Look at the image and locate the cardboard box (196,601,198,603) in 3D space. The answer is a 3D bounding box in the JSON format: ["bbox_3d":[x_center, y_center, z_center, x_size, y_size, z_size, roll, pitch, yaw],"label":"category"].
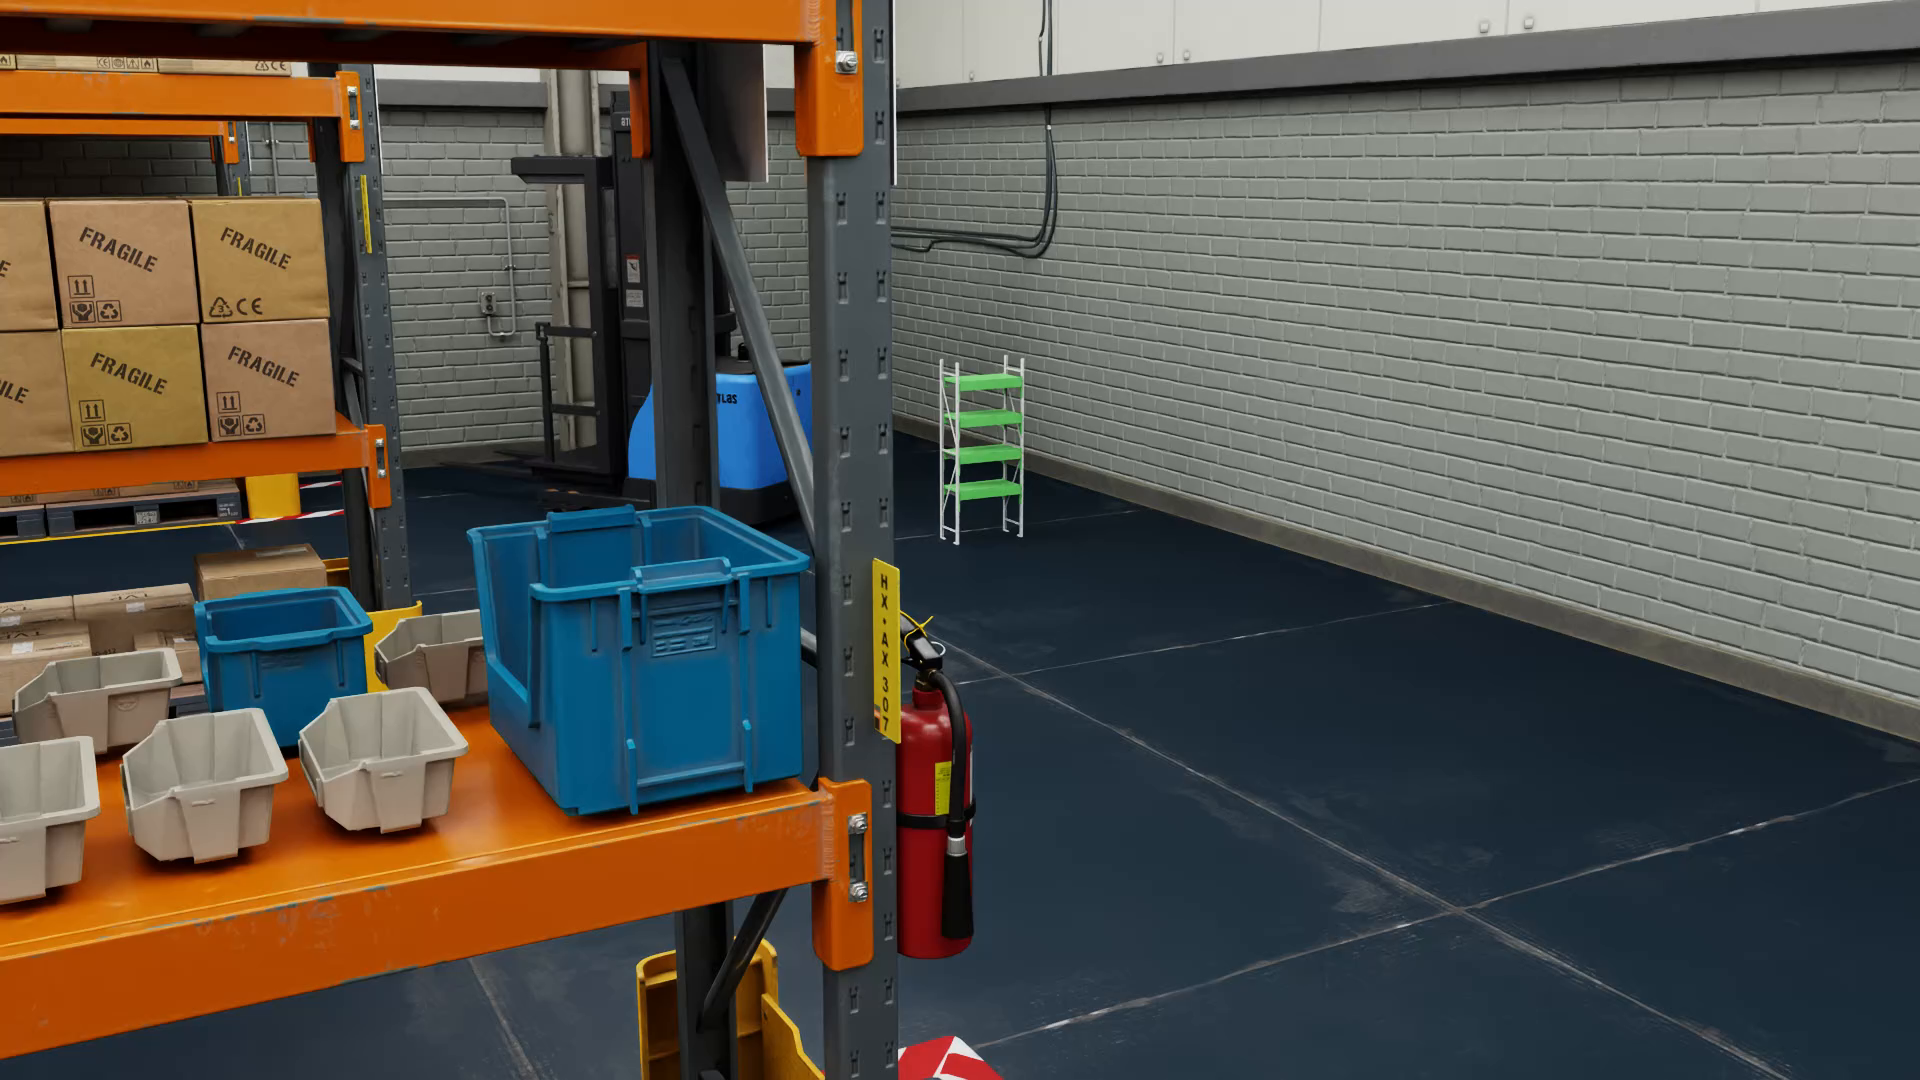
[{"bbox_3d":[-3.532,0.393,7.982,0.250,0.166,0.380,-7,14,-28],"label":"cardboard box"}]

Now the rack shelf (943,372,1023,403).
[{"bbox_3d":[0.145,-1.009,10.963,0.480,0.148,0.258,-7,14,-28],"label":"rack shelf"}]

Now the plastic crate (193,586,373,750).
[{"bbox_3d":[-1.363,0.261,3.364,0.300,0.233,0.416,-7,14,-28],"label":"plastic crate"}]

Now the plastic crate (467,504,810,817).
[{"bbox_3d":[-0.615,0.201,3.167,0.499,0.435,0.616,-7,14,-28],"label":"plastic crate"}]

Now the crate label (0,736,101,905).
[{"bbox_3d":[-1.534,0.458,2.706,0.243,0.136,0.396,-7,14,-28],"label":"crate label"}]

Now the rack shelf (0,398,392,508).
[{"bbox_3d":[-4.536,-0.217,6.881,4.000,0.370,1.077,-7,14,-28],"label":"rack shelf"}]

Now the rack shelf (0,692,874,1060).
[{"bbox_3d":[-2.166,0.738,2.638,4.000,0.370,1.077,-7,14,-28],"label":"rack shelf"}]

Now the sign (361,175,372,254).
[{"bbox_3d":[-2.532,-1.389,7.091,0.005,0.325,0.100,-7,14,-28],"label":"sign"}]

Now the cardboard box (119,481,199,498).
[{"bbox_3d":[-5.724,-0.625,11.793,0.500,0.500,0.700,-7,14,-28],"label":"cardboard box"}]

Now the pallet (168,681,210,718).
[{"bbox_3d":[-3.547,0.674,7.634,1.213,0.211,1.003,-7,14,-28],"label":"pallet"}]

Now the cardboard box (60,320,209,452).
[{"bbox_3d":[-3.497,-0.673,7.038,0.500,0.500,0.500,-7,14,-27],"label":"cardboard box"}]

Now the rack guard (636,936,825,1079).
[{"bbox_3d":[-0.396,1.391,3.791,0.348,0.500,1.175,-7,14,-28],"label":"rack guard"}]

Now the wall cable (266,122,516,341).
[{"bbox_3d":[-4.487,-2.546,13.274,1.851,1.984,0.084,-7,14,-28],"label":"wall cable"}]

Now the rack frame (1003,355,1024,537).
[{"bbox_3d":[0.359,-0.628,11.169,0.015,1.200,0.240,-7,14,-28],"label":"rack frame"}]

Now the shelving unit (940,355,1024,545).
[{"bbox_3d":[0.145,-0.603,11.055,0.503,1.200,0.258,-7,14,-28],"label":"shelving unit"}]

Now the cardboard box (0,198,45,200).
[{"bbox_3d":[-4.193,-1.211,7.154,0.500,0.500,0.500,-7,14,-27],"label":"cardboard box"}]

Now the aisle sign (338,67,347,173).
[{"bbox_3d":[-2.862,-2.111,7.735,0.004,0.787,0.394,-7,14,-28],"label":"aisle sign"}]

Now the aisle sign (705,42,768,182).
[{"bbox_3d":[-0.490,-1.157,3.496,0.004,0.787,0.394,-7,14,-28],"label":"aisle sign"}]

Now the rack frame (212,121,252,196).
[{"bbox_3d":[-5.158,-1.733,11.977,0.127,3.000,1.000,-7,14,-28],"label":"rack frame"}]

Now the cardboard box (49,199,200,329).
[{"bbox_3d":[-3.483,-1.162,6.936,0.500,0.500,0.500,-6,14,-26],"label":"cardboard box"}]

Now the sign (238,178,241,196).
[{"bbox_3d":[-4.910,-2.307,11.353,0.005,0.325,0.100,-7,14,-28],"label":"sign"}]

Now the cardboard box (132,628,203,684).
[{"bbox_3d":[-3.539,0.519,7.423,0.250,0.166,0.380,-7,14,-28],"label":"cardboard box"}]

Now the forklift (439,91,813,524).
[{"bbox_3d":[-2.486,-1.711,12.035,3.031,2.935,1.130,6,14,27],"label":"forklift"}]

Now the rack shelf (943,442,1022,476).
[{"bbox_3d":[0.145,-0.540,11.069,0.480,0.148,0.258,-7,14,-28],"label":"rack shelf"}]

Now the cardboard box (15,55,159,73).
[{"bbox_3d":[-3.549,-2.014,6.734,0.500,0.250,0.500,-7,14,-28],"label":"cardboard box"}]

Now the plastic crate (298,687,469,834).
[{"bbox_3d":[-1.040,0.396,2.980,0.243,0.136,0.396,-7,14,-28],"label":"plastic crate"}]

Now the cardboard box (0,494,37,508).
[{"bbox_3d":[-6.604,-0.520,11.323,0.500,0.500,0.700,-7,15,-30],"label":"cardboard box"}]

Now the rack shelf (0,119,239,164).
[{"bbox_3d":[-6.913,-2.635,10.792,4.000,0.370,1.077,-7,14,-28],"label":"rack shelf"}]

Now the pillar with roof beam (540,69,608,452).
[{"bbox_3d":[-1.139,-4.281,9.635,0.400,9.000,9.100,-7,14,-28],"label":"pillar with roof beam"}]

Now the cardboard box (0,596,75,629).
[{"bbox_3d":[-4.272,0.456,7.512,0.500,0.250,0.500,-7,14,-28],"label":"cardboard box"}]

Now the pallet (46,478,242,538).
[{"bbox_3d":[-5.822,-0.273,11.843,1.213,0.211,1.003,-7,14,-28],"label":"pallet"}]

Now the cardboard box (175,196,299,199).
[{"bbox_3d":[-3.297,-1.319,7.635,0.500,0.500,0.500,-6,14,-26],"label":"cardboard box"}]
